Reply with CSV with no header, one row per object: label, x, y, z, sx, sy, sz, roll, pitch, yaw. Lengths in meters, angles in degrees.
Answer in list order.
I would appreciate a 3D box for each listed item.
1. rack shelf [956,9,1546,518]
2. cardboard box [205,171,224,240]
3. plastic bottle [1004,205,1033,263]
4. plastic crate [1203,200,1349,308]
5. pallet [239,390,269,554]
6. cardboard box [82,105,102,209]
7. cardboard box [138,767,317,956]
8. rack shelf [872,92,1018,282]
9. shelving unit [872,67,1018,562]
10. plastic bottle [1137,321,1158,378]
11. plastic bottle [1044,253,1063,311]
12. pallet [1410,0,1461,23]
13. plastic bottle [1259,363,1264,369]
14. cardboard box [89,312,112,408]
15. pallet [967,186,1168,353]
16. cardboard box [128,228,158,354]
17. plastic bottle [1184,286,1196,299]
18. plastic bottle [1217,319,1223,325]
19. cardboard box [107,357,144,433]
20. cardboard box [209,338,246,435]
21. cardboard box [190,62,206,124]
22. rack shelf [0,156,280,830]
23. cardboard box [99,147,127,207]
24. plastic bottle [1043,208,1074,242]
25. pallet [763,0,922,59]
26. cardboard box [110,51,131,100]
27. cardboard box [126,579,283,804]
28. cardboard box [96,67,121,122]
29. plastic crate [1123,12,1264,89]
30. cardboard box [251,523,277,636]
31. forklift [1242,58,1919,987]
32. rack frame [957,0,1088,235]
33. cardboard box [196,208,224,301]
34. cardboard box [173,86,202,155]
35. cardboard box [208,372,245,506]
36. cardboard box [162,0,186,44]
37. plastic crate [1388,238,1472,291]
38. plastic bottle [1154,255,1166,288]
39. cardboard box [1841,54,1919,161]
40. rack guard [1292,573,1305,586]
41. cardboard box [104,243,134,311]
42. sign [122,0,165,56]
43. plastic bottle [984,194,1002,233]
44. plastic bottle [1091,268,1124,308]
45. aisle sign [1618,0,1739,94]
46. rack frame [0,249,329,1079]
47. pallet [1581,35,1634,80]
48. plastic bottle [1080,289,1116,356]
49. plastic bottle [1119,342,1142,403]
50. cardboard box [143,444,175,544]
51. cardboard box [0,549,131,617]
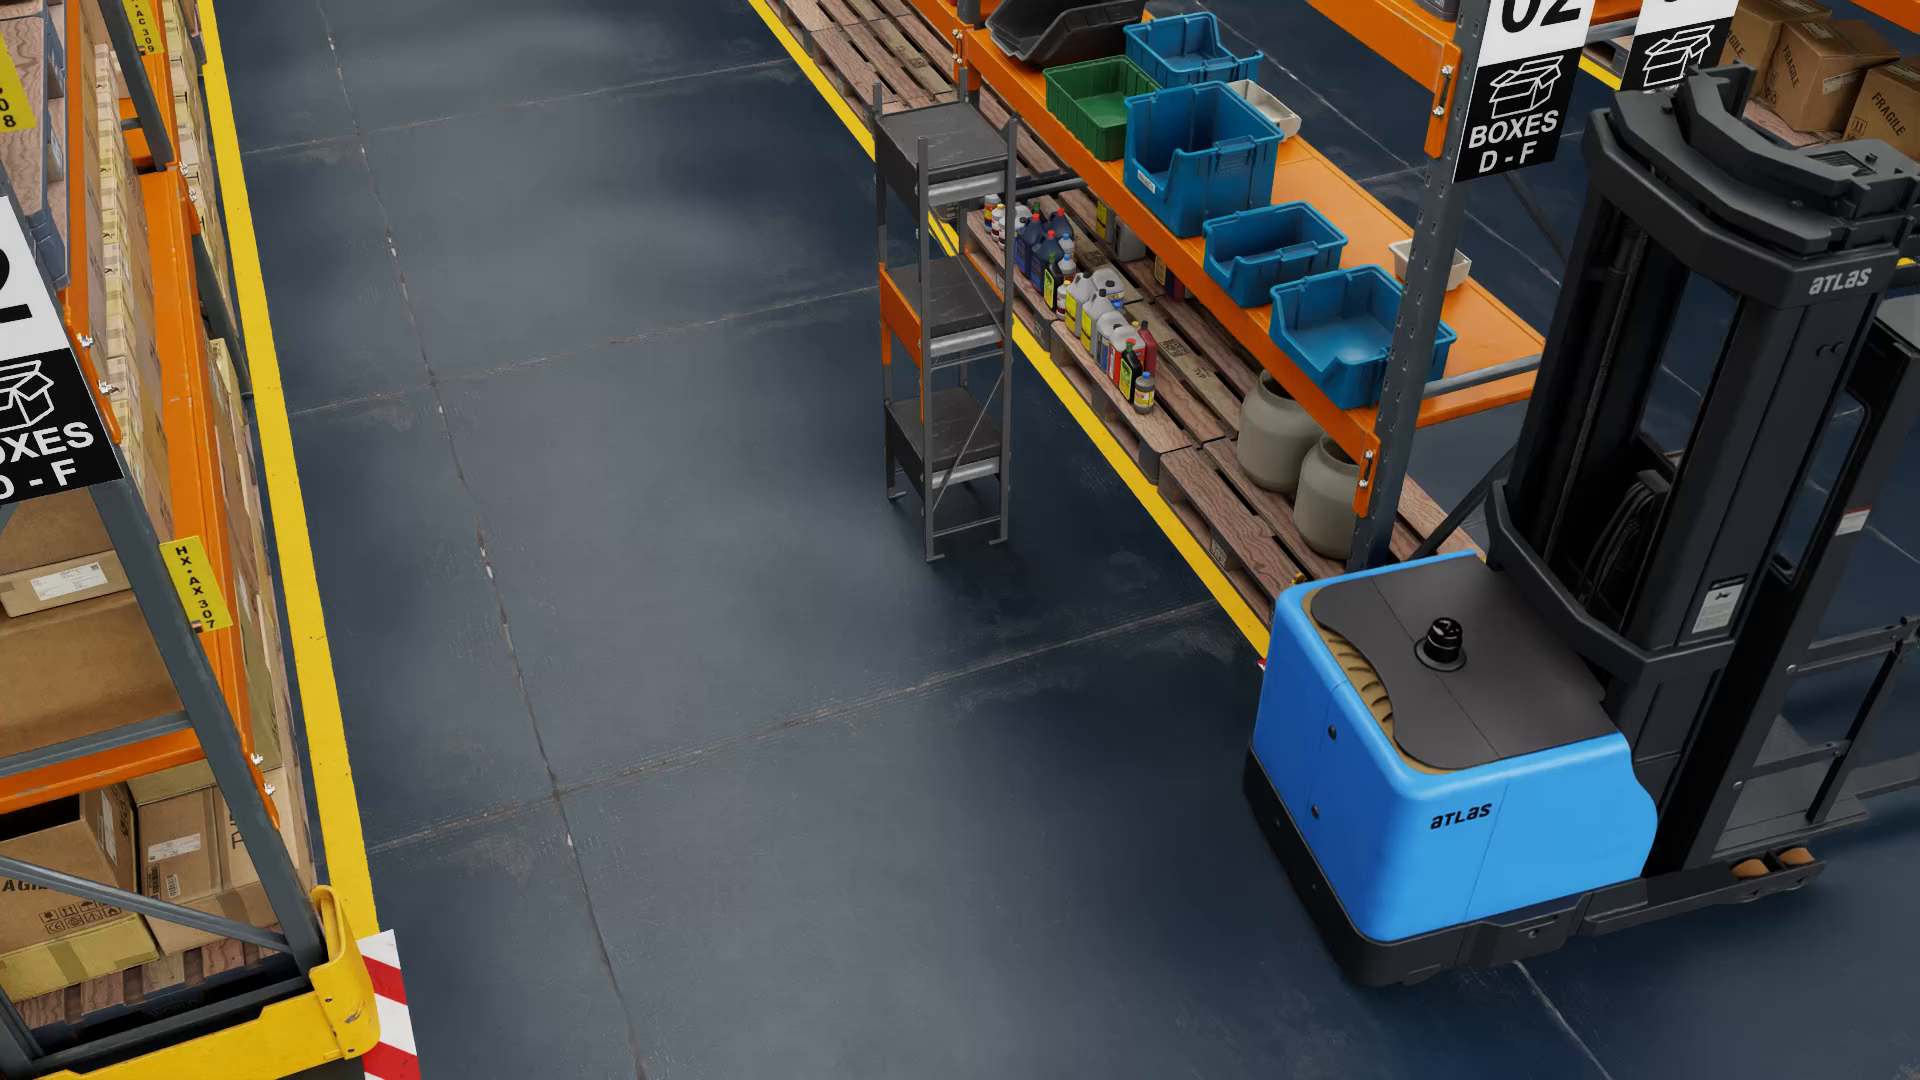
rack shelf,1.233,-1.548,7.720,1.077,0.370,4.000,-15,43,-17
cardboard box,-4.431,-1.833,9.287,0.500,0.250,0.500,-16,43,-18
plastic bottle,0.334,-1.671,9.062,0.152,0.276,0.135,-14,43,-15
plastic crate,1.287,-1.179,6.853,0.499,0.251,0.408,-15,43,-17
pallet,-3.845,-0.246,7.792,1.003,0.211,1.213,-15,43,-17
cardboard box,-3.549,-1.450,5.983,0.700,0.500,0.500,-15,43,-17
cardboard box,-2.579,1.122,5.850,0.500,0.250,0.500,-15,43,-17
rack shelf,-0.063,-1.416,6.652,0.431,0.518,0.480,-15,43,-17
shelving unit,-0.063,-0.896,7.100,0.431,2.100,0.503,-15,43,-17
plastic bottle,0.917,-0.936,8.202,0.061,0.283,0.133,-15,43,-17
plastic bottle,0.490,-1.349,8.683,0.061,0.283,0.133,-13,42,-15
pallet,1.772,-2.205,5.776,1.003,0.211,1.213,-15,43,-17
plastic bottle,1.553,-0.954,8.287,0.097,0.201,0.097,0,41,0
cardboard box,-2.973,-0.544,4.929,0.700,0.500,0.500,-16,43,-18
pallet,0.686,-1.554,9.313,1.003,0.211,1.213,-15,43,-17
cardboard box,-3.539,-0.945,6.391,0.700,0.500,0.500,-14,43,-16
plastic bottle,1.236,-1.435,8.788,0.152,0.276,0.135,-14,43,-16
plastic bottle,1.385,-1.218,8.594,0.097,0.201,0.097,0,41,0
cardboard box,-2.823,-0.418,5.280,0.380,0.149,0.250,-16,43,-18
cardboard box,-3.731,-0.684,7.950,0.500,0.250,0.500,-15,43,-17
cardboard box,-5.014,-2.753,10.356,0.500,0.250,0.500,-16,43,-17
rack shelf,-3.345,-0.315,6.286,1.077,0.370,4.000,-15,43,-17
cardboard box,-3.421,-1.352,6.367,0.380,0.149,0.250,-15,43,-17
plastic bottle,0.526,-1.634,8.963,0.144,0.351,0.185,-15,43,-17
pallet,-0.802,-3.902,12.044,1.003,0.211,1.213,-15,43,-17
cardboard box,-4.260,-2.282,8.214,0.380,0.149,0.250,-15,43,-17
cardboard box,-2.773,0.537,5.955,0.500,0.500,0.500,-15,43,-17
cardboard box,-3.716,-1.816,6.906,0.380,0.149,0.250,-16,43,-18
plastic crate,1.142,-2.370,8.239,0.499,0.251,0.616,-15,43,-17
cardboard box,-3.152,0.218,6.901,0.500,0.250,0.500,-15,43,-17
forklift,2.668,-0.100,5.537,3.031,2.935,1.130,-11,42,-12
rack frame,0.468,-3.026,8.887,1.000,3.000,0.127,-15,43,-17
cardboard box,-4.038,-1.433,8.391,0.500,0.311,0.500,-15,43,-17
cardboard box,-4.628,-2.359,9.467,0.500,0.311,0.500,-14,43,-16
cardboard box,-3.356,-0.364,7.003,0.500,0.500,0.500,-15,43,-17
cardboard box,-5.213,-3.277,10.536,0.500,0.311,0.500,-14,43,-16
plastic crate,1.953,-1.136,6.891,0.298,0.136,0.250,-15,43,-17
plastic bottle,1.092,-1.495,8.853,0.061,0.283,0.133,-15,43,-17
cardboard box,5.696,-2.524,9.899,0.500,0.500,0.500,-19,44,-21
rack guard,1.926,0.297,6.939,1.175,0.500,0.348,-15,43,-17
cardboard box,-3.118,-0.883,5.821,0.380,0.149,0.250,-15,43,-16
sign,-3.598,-2.290,7.306,0.100,0.325,0.005,-15,43,-17
plastic bottle,0.185,-1.857,9.282,0.097,0.271,0.097,0,41,0
plastic bottle,0.755,-1.252,8.576,0.152,0.276,0.135,-15,43,-17
aisle sign,2.296,-1.632,5.272,0.394,0.787,0.004,-15,43,-17
rack frame,-2.580,0.617,4.650,1.000,3.000,0.127,-15,43,-17
pallet,4.744,-3.673,11.778,1.003,0.211,1.213,-15,43,-17
plastic bottle,0.699,-1.117,8.361,0.144,0.351,0.185,-13,42,-15
plastic bottle,0.829,-0.816,8.063,0.061,0.283,0.133,-14,43,-16
cardboard box,-2.952,-0.020,5.315,0.700,0.500,0.500,-14,43,-16
cardboard box,-2.531,0.043,4.744,0.380,0.149,0.250,-15,43,-17
